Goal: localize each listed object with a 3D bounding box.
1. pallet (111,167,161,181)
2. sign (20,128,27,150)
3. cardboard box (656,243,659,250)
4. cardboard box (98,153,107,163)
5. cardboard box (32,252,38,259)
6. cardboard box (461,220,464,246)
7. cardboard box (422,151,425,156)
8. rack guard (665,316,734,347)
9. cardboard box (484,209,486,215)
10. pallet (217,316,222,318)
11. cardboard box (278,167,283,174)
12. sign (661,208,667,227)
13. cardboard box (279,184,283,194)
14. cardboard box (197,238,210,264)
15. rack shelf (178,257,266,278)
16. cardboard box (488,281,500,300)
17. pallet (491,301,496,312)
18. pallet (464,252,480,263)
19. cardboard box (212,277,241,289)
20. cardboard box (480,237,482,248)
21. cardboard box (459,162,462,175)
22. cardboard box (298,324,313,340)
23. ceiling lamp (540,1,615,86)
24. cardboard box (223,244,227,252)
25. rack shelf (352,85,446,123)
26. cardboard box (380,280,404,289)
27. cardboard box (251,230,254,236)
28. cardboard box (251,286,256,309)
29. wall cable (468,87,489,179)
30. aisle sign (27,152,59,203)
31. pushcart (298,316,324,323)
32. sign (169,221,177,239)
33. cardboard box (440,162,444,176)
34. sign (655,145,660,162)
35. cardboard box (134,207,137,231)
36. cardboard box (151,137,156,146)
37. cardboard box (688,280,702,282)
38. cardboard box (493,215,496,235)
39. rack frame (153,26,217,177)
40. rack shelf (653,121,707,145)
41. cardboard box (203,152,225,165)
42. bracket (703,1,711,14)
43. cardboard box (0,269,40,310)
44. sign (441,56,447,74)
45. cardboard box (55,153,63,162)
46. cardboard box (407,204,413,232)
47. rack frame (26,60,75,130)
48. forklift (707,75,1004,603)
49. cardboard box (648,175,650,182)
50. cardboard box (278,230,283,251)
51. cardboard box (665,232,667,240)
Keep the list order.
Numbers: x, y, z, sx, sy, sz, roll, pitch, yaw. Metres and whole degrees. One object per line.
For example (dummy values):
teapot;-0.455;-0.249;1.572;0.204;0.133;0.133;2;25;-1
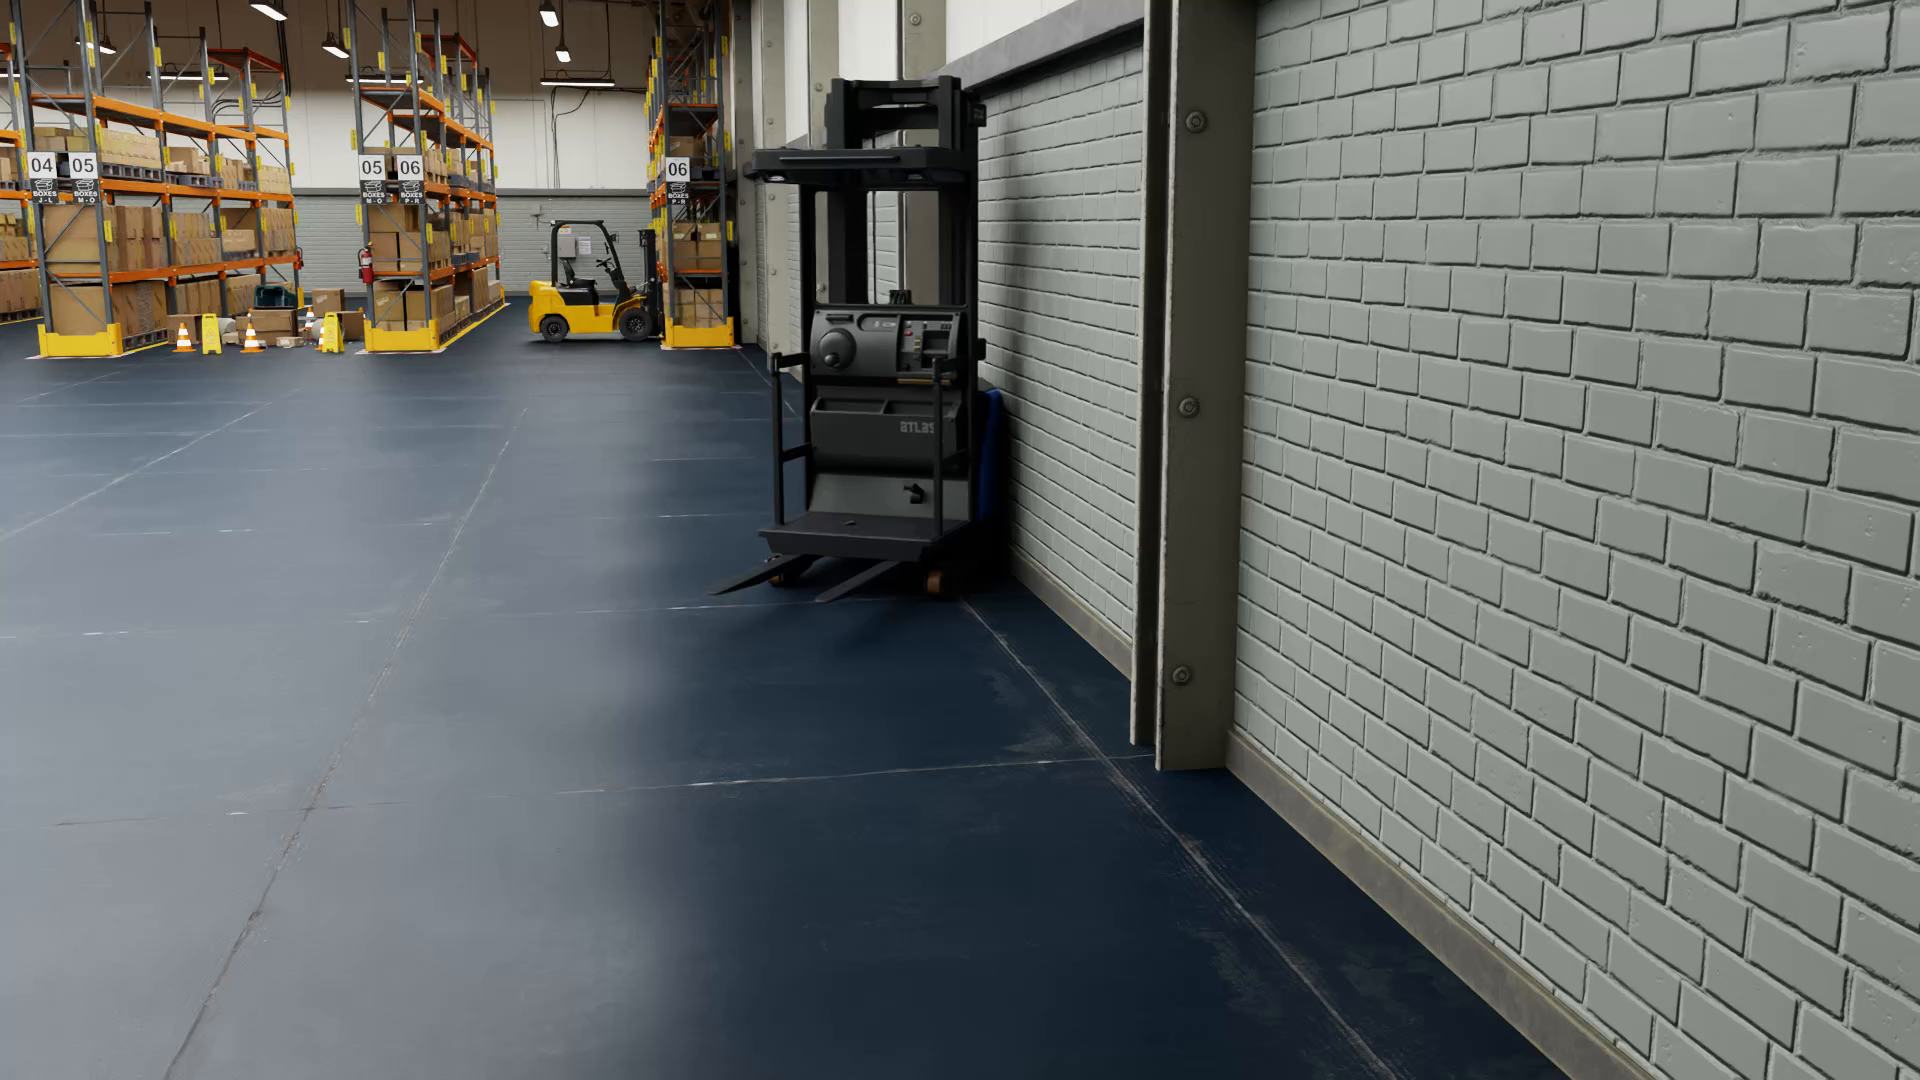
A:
pallet;-14.861;-6.490;29.488;1.003;0.211;1.213;-2;11;-11
sign;-14.767;-6.330;26.250;0.100;0.325;0.005;-2;11;-11
cardboard box;-6.588;-6.513;36.944;0.380;0.149;0.250;-2;11;-10
cardboard box;-13.984;-6.157;26.783;0.380;0.149;0.250;-2;11;-11
cardboard box;-21.182;-6.459;37.782;0.380;0.149;0.250;-2;11;-11
cardboard box;-10.275;-6.184;33.479;0.500;0.500;0.500;-3;11;-13
cardboard box;-9.318;-6.584;28.282;0.380;0.149;0.250;-2;11;-11
rack guard;-4.523;-3.624;28.902;1.175;0.500;0.348;-2;11;-11
cardboard box;-11.682;-7.942;40.227;0.380;0.149;0.250;-2;11;-11
pallet;-15.709;-4.427;33.892;1.003;0.211;1.213;-2;11;-11
cardboard box;-16.831;-9.062;40.762;0.380;0.149;0.250;-2;11;-10
sign;-5.063;-5.525;28.471;0.100;0.325;0.005;-2;11;-11
cardboard box;-16.806;-8.553;40.489;0.500;0.250;0.500;-2;11;-9
cardboard box;-15.244;-5.737;33.051;0.500;0.500;0.500;-2;11;-12
rack shelf;-16.177;-5.958;36.400;1.077;0.370;4.000;-2;11;-11
cardboard box;-12.095;-6.273;41.860;0.875;0.438;0.875;-2;11;-9
pallet;-11.801;-5.649;40.311;1.003;0.211;1.213;-2;11;-11
pallet;-10.709;-5.922;34.800;1.213;0.211;1.003;-2;11;-11
cardboard box;-15.783;-5.519;35.729;0.500;0.250;0.500;-2;11;-12
cardboard box;-11.195;-6.790;37.914;0.500;0.250;0.500;-2;11;-10
cardboard box;-9.994;-7.230;32.417;0.500;0.250;0.500;-2;11;-12
cardboard box;-12.121;-3.839;30.655;0.396;0.266;0.258;9;14;38
ceiling lamp;-10.445;-14.013;45.141;2.000;3.185;0.800;-2;11;-11
cardboard box;-15.729;-6.166;35.118;0.380;0.149;0.250;-2;11;-8
rack shelf;-9.785;-7.635;29.173;1.077;0.370;4.000;-2;11;-11
cardboard box;-10.040;-4.515;29.387;0.380;0.149;0.250;-2;11;-9
cardboard box;-16.296;-6.987;37.839;0.380;0.149;0.250;-2;11;-8
cardboard box;-16.076;-5.436;37.295;0.500;0.500;0.500;-2;11;-12
wall cable;-13.891;-11.590;48.024;0.463;3.000;0.029;-2;11;-11
aisle sign;-14.513;-5.730;26.328;0.394;0.787;0.004;-2;11;-11
pushcart;-12.401;-4.029;31.355;1.648;0.377;0.936;-6;13;-31
sign;-14.466;-5.695;30.570;0.100;0.325;0.005;-2;11;-11
cardboard box;-9.725;-6.791;30.439;0.500;0.250;0.500;-2;11;-12
sign;-5.836;-7.451;32.075;0.100;0.325;0.005;-2;11;-11
cardboard box;-14.670;-5.448;28.510;0.875;0.550;0.500;-2;11;-11
cardboard box;-14.577;-7.106;29.636;0.380;0.149;0.250;-2;11;-11
cardboard box;-5.880;-5.728;37.096;0.380;0.149;0.250;-2;11;-8
cardboard box;-12.050;-7.976;42.137;0.500;0.500;0.500;-2;11;-11
rack frame;-15.788;-8.891;33.844;1.000;3.000;0.127;-2;11;-11
rack shelf;-5.695;-8.354;34.017;1.077;0.370;4.000;-2;11;-11
cardboard box;-15.697;-8.022;34.983;0.396;0.266;0.258;-2;11;-11
bracket;-4.709;-10.268;31.452;0.076;0.066;4.783;-2;11;-11
cardboard box;-21.307;-5.562;36.956;1.225;0.875;0.875;-2;11;-11
sign;-9.638;-8.870;31.024;0.100;0.325;0.005;-2;11;-11
cardboard box;-14.629;-6.131;26.646;0.380;0.149;0.250;-2;11;-11
cardboard box;-9.801;-5.541;28.549;0.700;0.500;0.500;-2;11;-10
rack frame;-22.229;-10.197;40.703;1.000;3.000;0.127;-2;11;-11
forklift;-0.509;-1.197;9.649;1.130;2.935;3.031;4;11;18
cardboard box;-7.178;-8.545;39.329;0.380;0.149;0.250;-2;11;-10
cardboard box;-16.714;-7.255;40.227;0.500;0.500;0.500;-2;11;-8
cardboard box;-5.144;-5.512;30.134;0.380;0.149;0.250;-2;11;-11
